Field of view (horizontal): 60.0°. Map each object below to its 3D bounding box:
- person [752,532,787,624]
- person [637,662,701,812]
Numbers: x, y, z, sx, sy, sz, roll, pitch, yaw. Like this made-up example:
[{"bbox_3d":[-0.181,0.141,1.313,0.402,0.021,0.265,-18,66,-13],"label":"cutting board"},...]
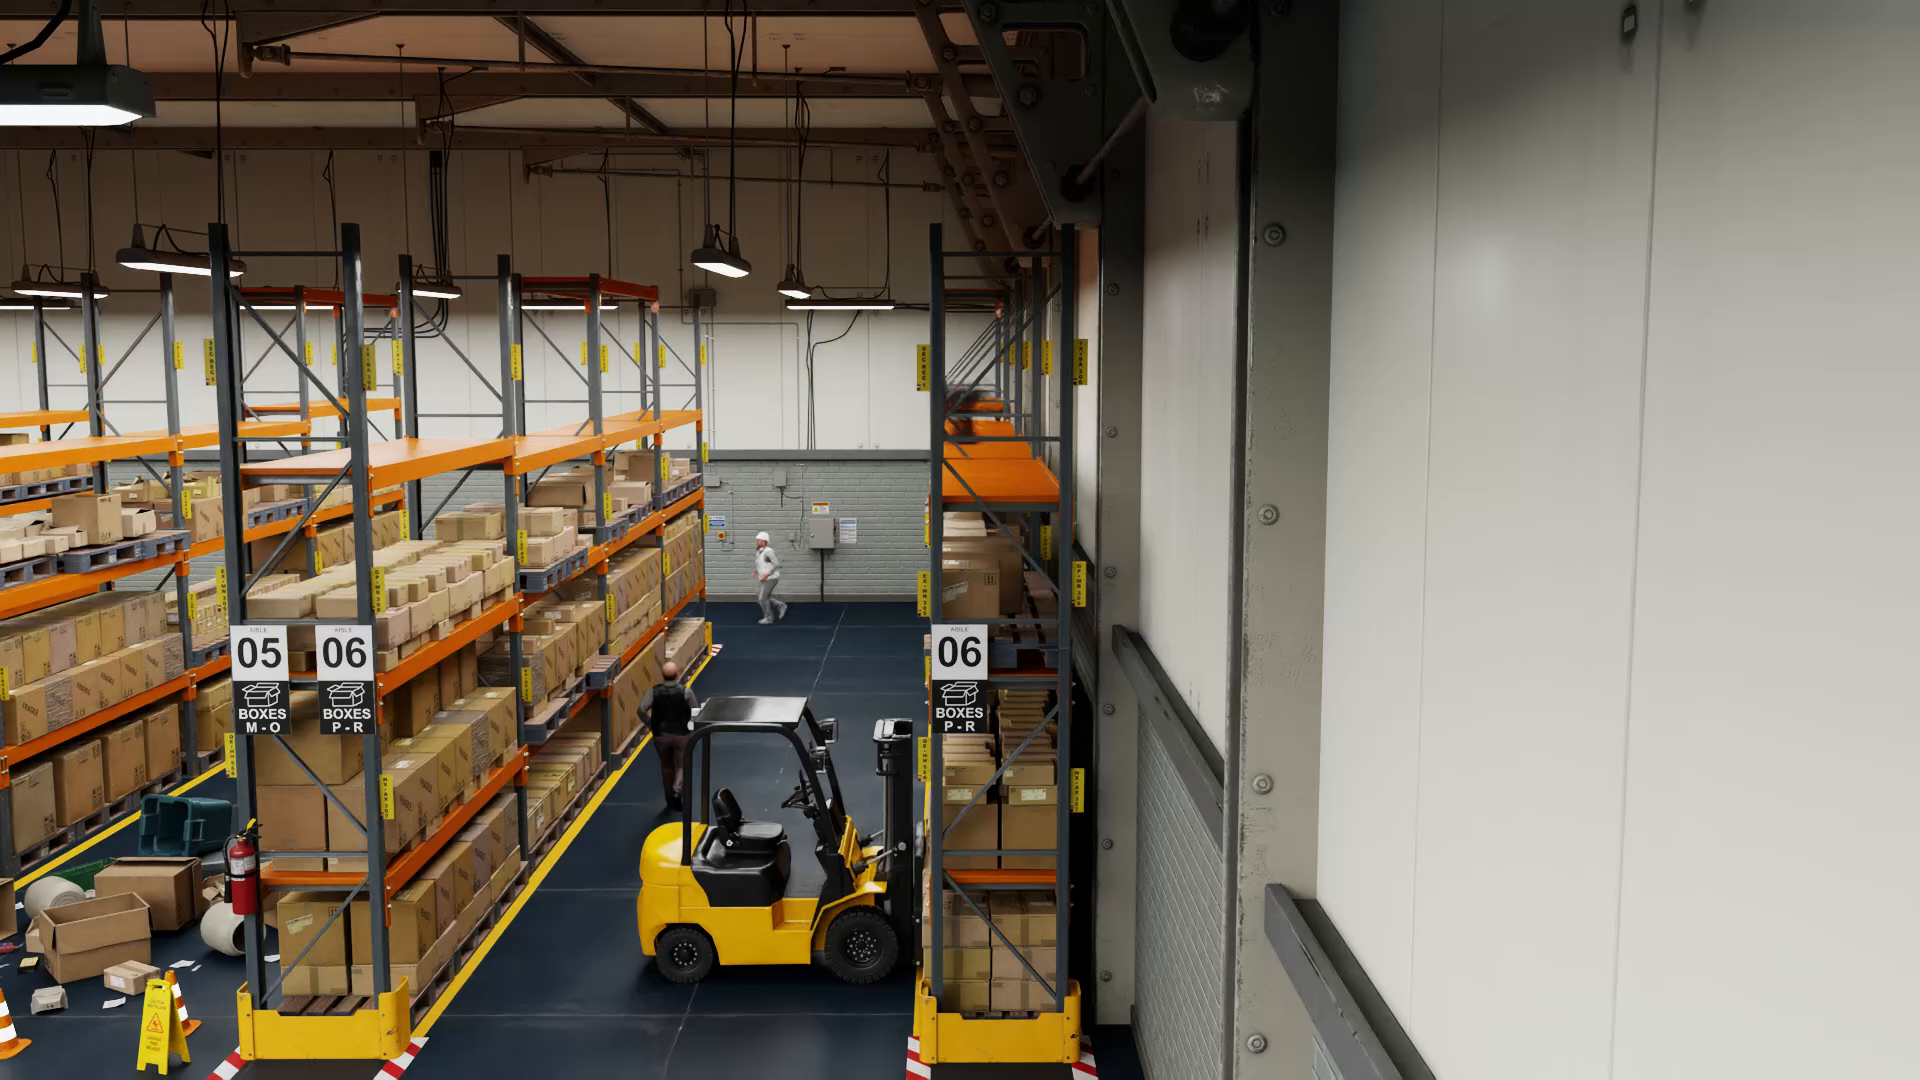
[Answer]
[{"bbox_3d":[-3.533,0.703,31.061,0.680,1.722,0.657,-3,7,-24],"label":"person"},{"bbox_3d":[-3.197,2.179,18.376,0.678,1.698,0.905,0,7,-2],"label":"person"}]
